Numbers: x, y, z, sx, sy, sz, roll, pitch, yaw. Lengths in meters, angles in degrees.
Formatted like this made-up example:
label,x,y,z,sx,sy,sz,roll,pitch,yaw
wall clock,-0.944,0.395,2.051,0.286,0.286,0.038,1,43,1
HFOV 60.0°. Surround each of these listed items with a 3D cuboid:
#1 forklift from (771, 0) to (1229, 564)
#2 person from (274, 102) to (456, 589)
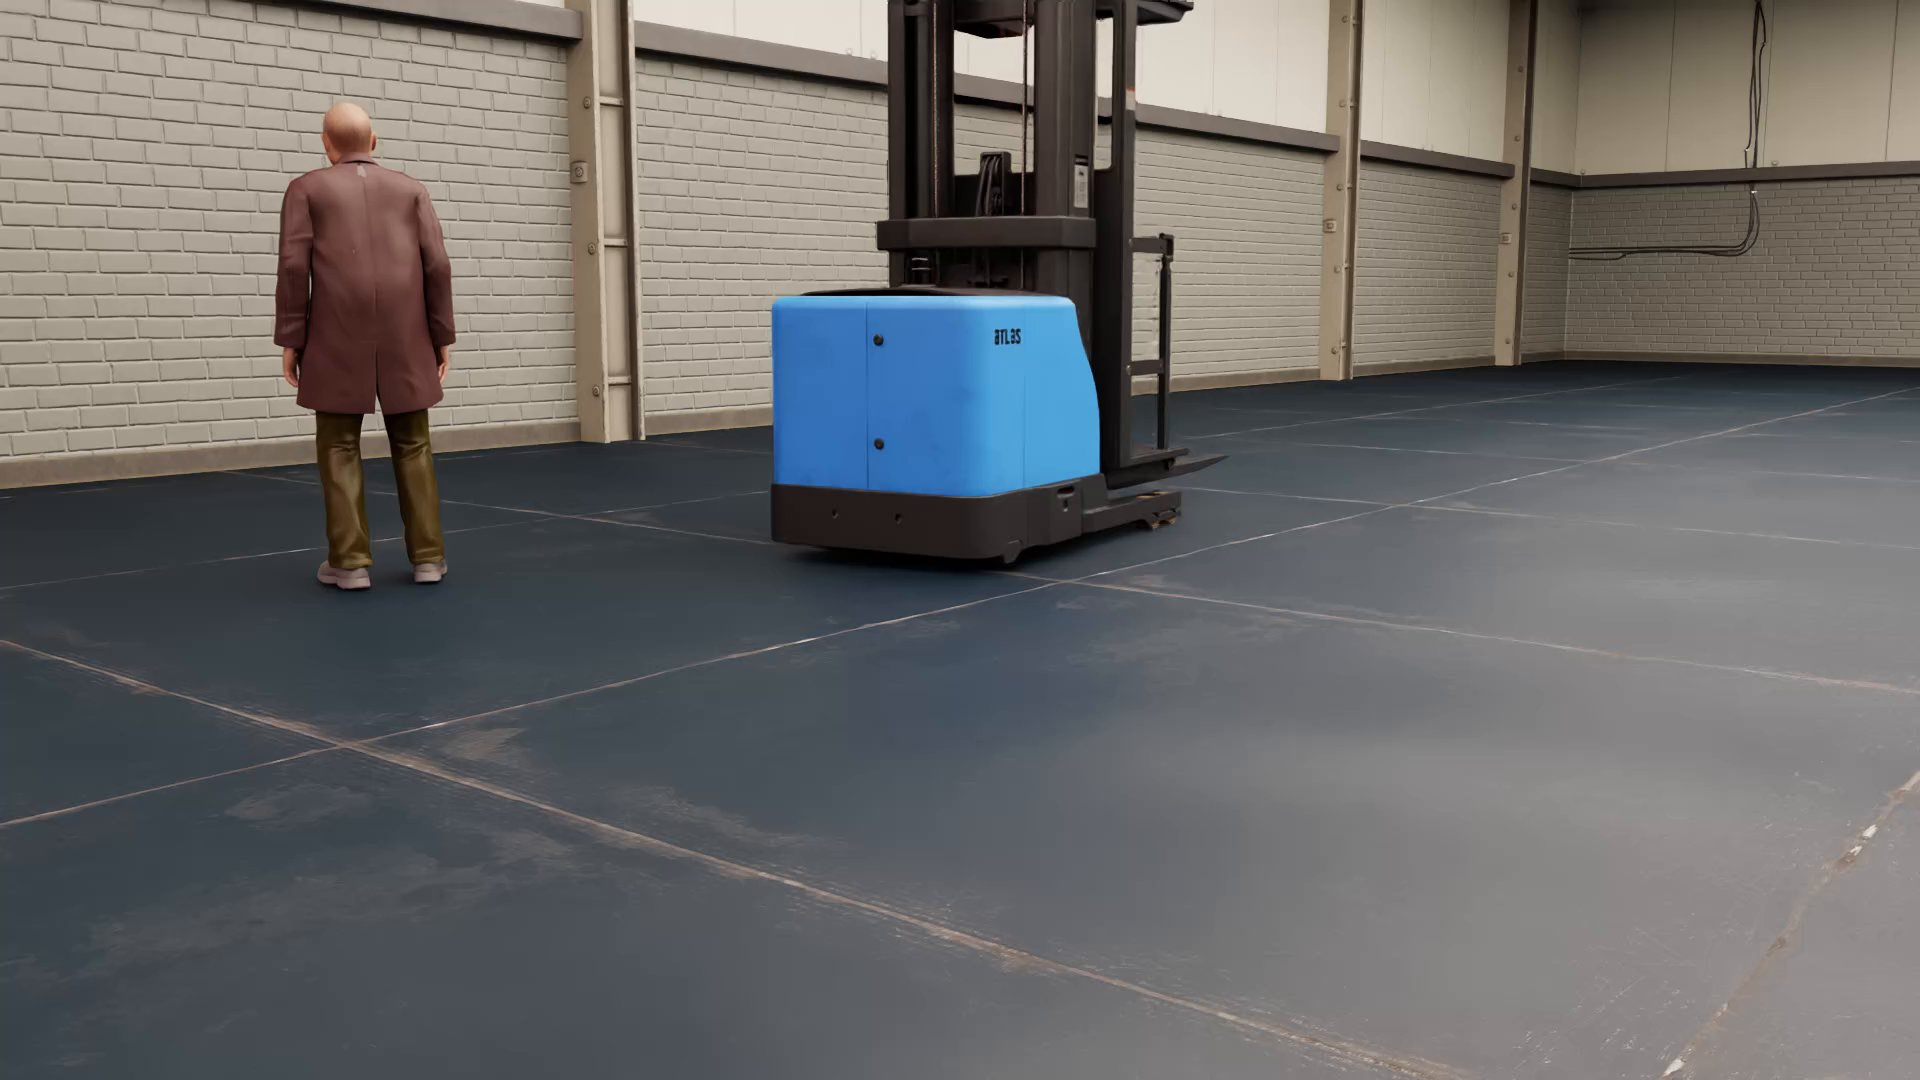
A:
label,x,y,z,sx,sy,sz,roll,pitch,yaw
forklift,0.399,-1.527,7.715,1.130,2.935,3.031,5,10,30
person,-2.200,-0.715,6.169,0.647,1.772,0.431,-5,10,-30
